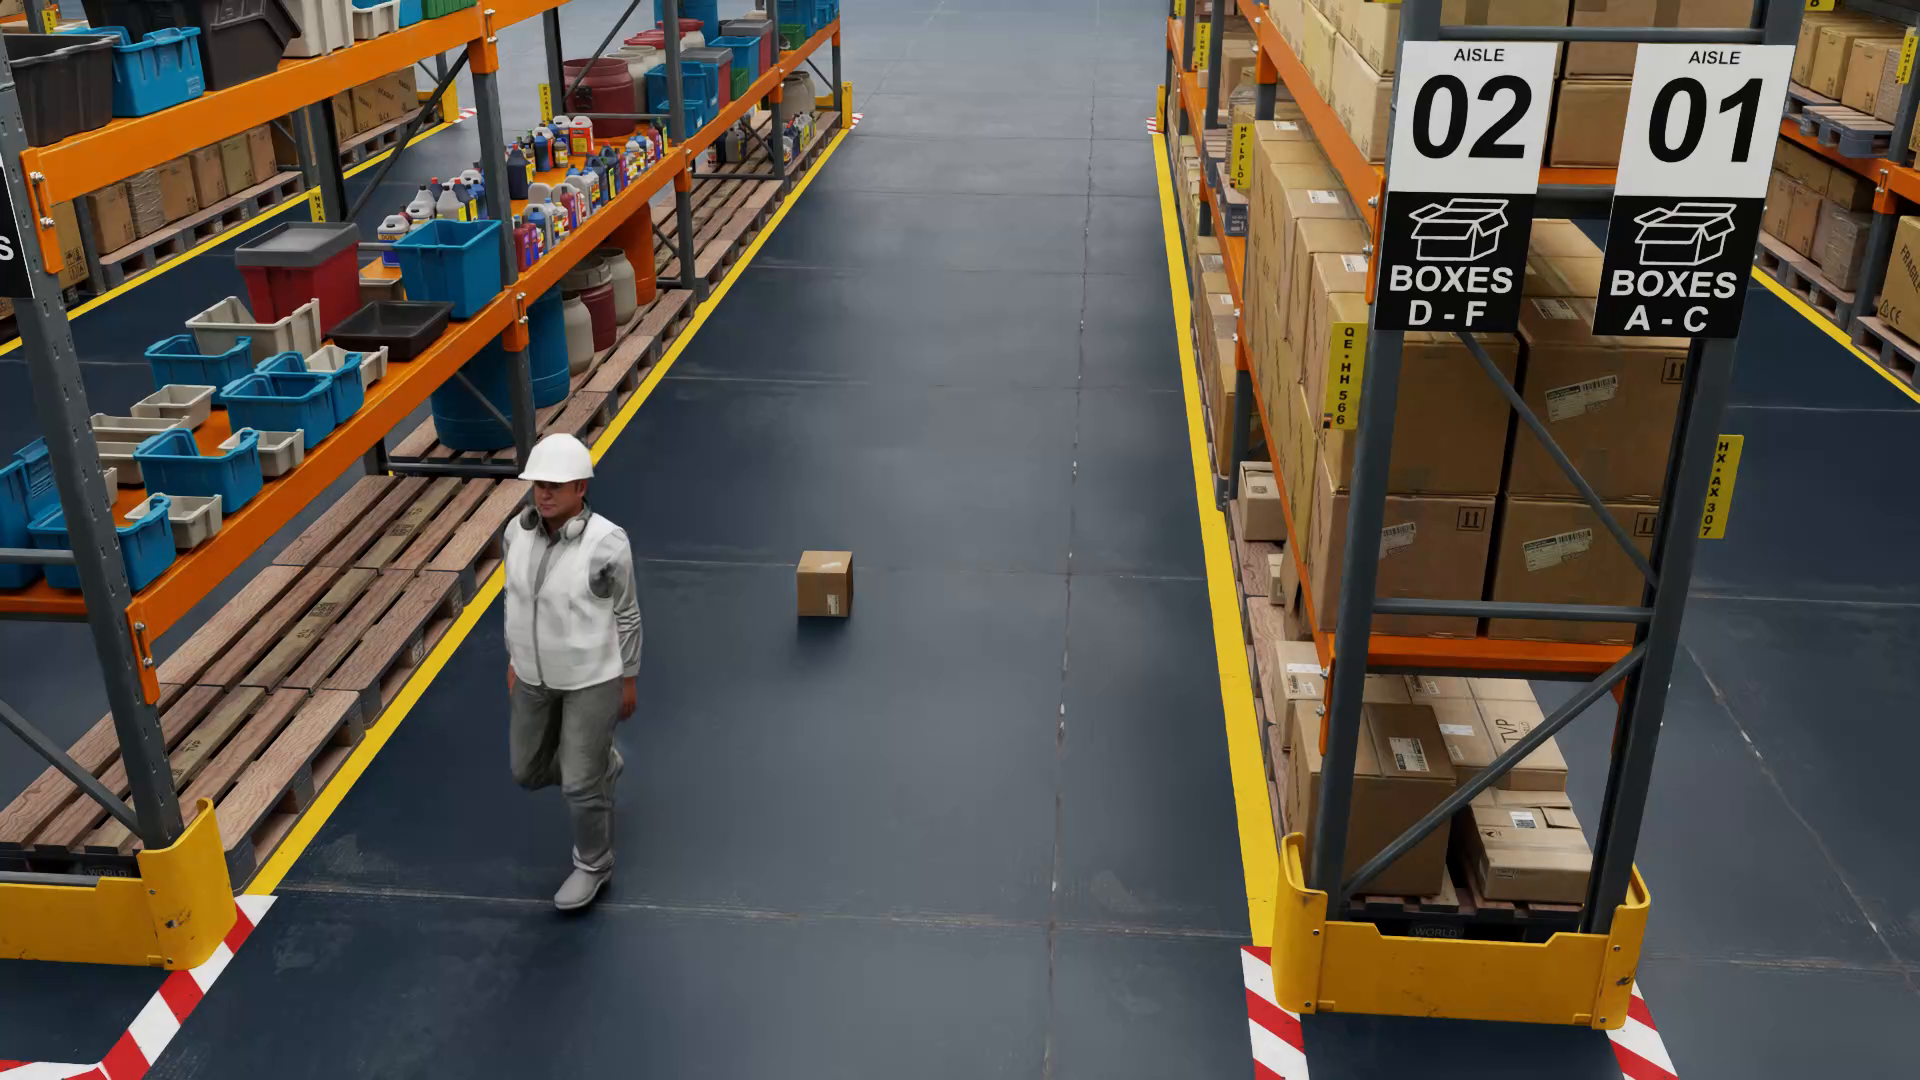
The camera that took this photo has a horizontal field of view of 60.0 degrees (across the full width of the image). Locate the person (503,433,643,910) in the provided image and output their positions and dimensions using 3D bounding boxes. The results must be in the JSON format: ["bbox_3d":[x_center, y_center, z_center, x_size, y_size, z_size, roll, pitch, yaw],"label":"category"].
[{"bbox_3d":[-1.392,0.447,6.030,0.543,1.757,0.645,10,26,21],"label":"person"}]
